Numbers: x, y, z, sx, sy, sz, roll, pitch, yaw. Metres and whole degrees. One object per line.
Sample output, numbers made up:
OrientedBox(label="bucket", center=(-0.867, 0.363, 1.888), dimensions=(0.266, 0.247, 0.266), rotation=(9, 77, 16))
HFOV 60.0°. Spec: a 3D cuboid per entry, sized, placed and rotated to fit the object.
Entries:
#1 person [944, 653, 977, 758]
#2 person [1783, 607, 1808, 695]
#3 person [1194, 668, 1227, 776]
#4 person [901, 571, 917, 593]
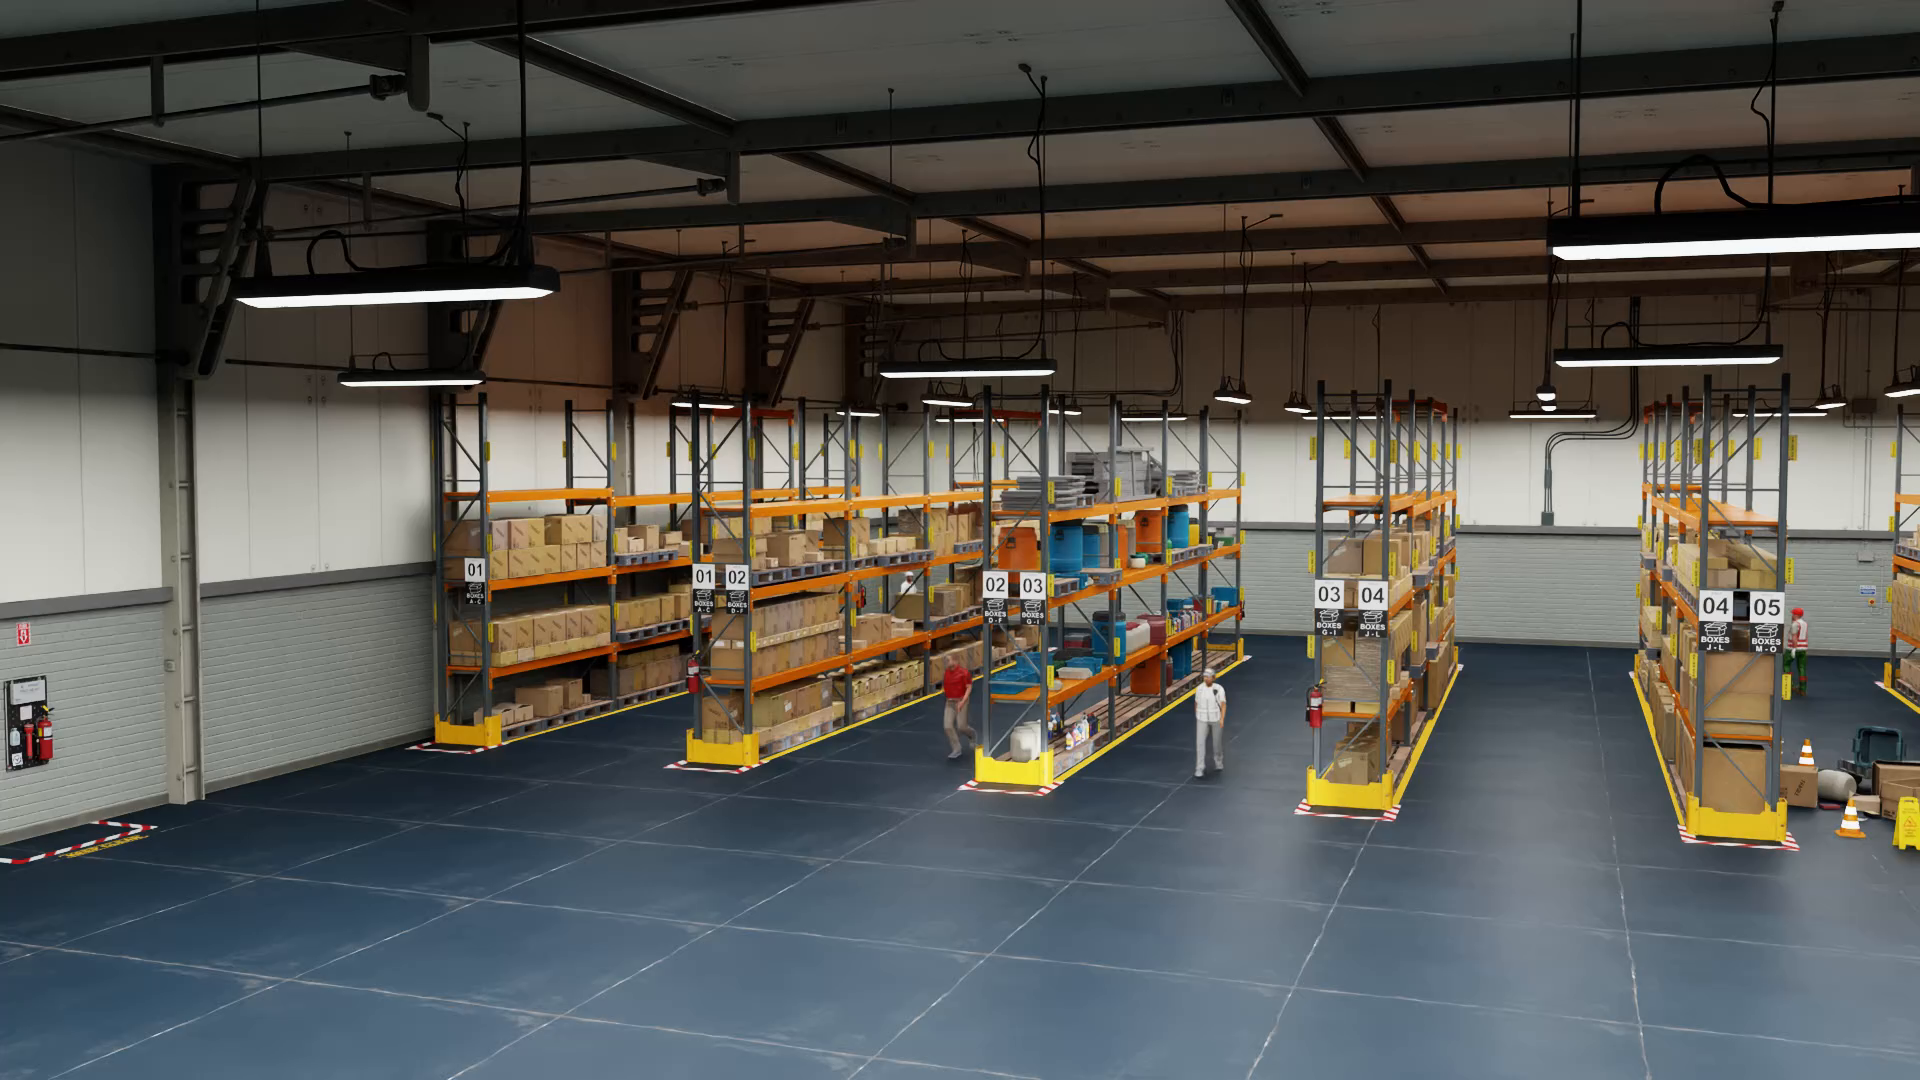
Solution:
OrientedBox(label="person", center=(-0.018, 2.706, 27.373), dimensions=(0.590, 1.698, 0.658), rotation=(2, 4, 36))
OrientedBox(label="person", center=(17.268, 2.284, 34.232), dimensions=(0.516, 1.783, 0.539), rotation=(0, 3, -5))
OrientedBox(label="person", center=(3.874, 2.800, 25.757), dimensions=(0.506, 1.617, 0.939), rotation=(1, 3, 18))
OrientedBox(label="person", center=(-1.424, 1.718, 45.044), dimensions=(0.741, 1.753, 0.550), rotation=(1, 3, 19))
